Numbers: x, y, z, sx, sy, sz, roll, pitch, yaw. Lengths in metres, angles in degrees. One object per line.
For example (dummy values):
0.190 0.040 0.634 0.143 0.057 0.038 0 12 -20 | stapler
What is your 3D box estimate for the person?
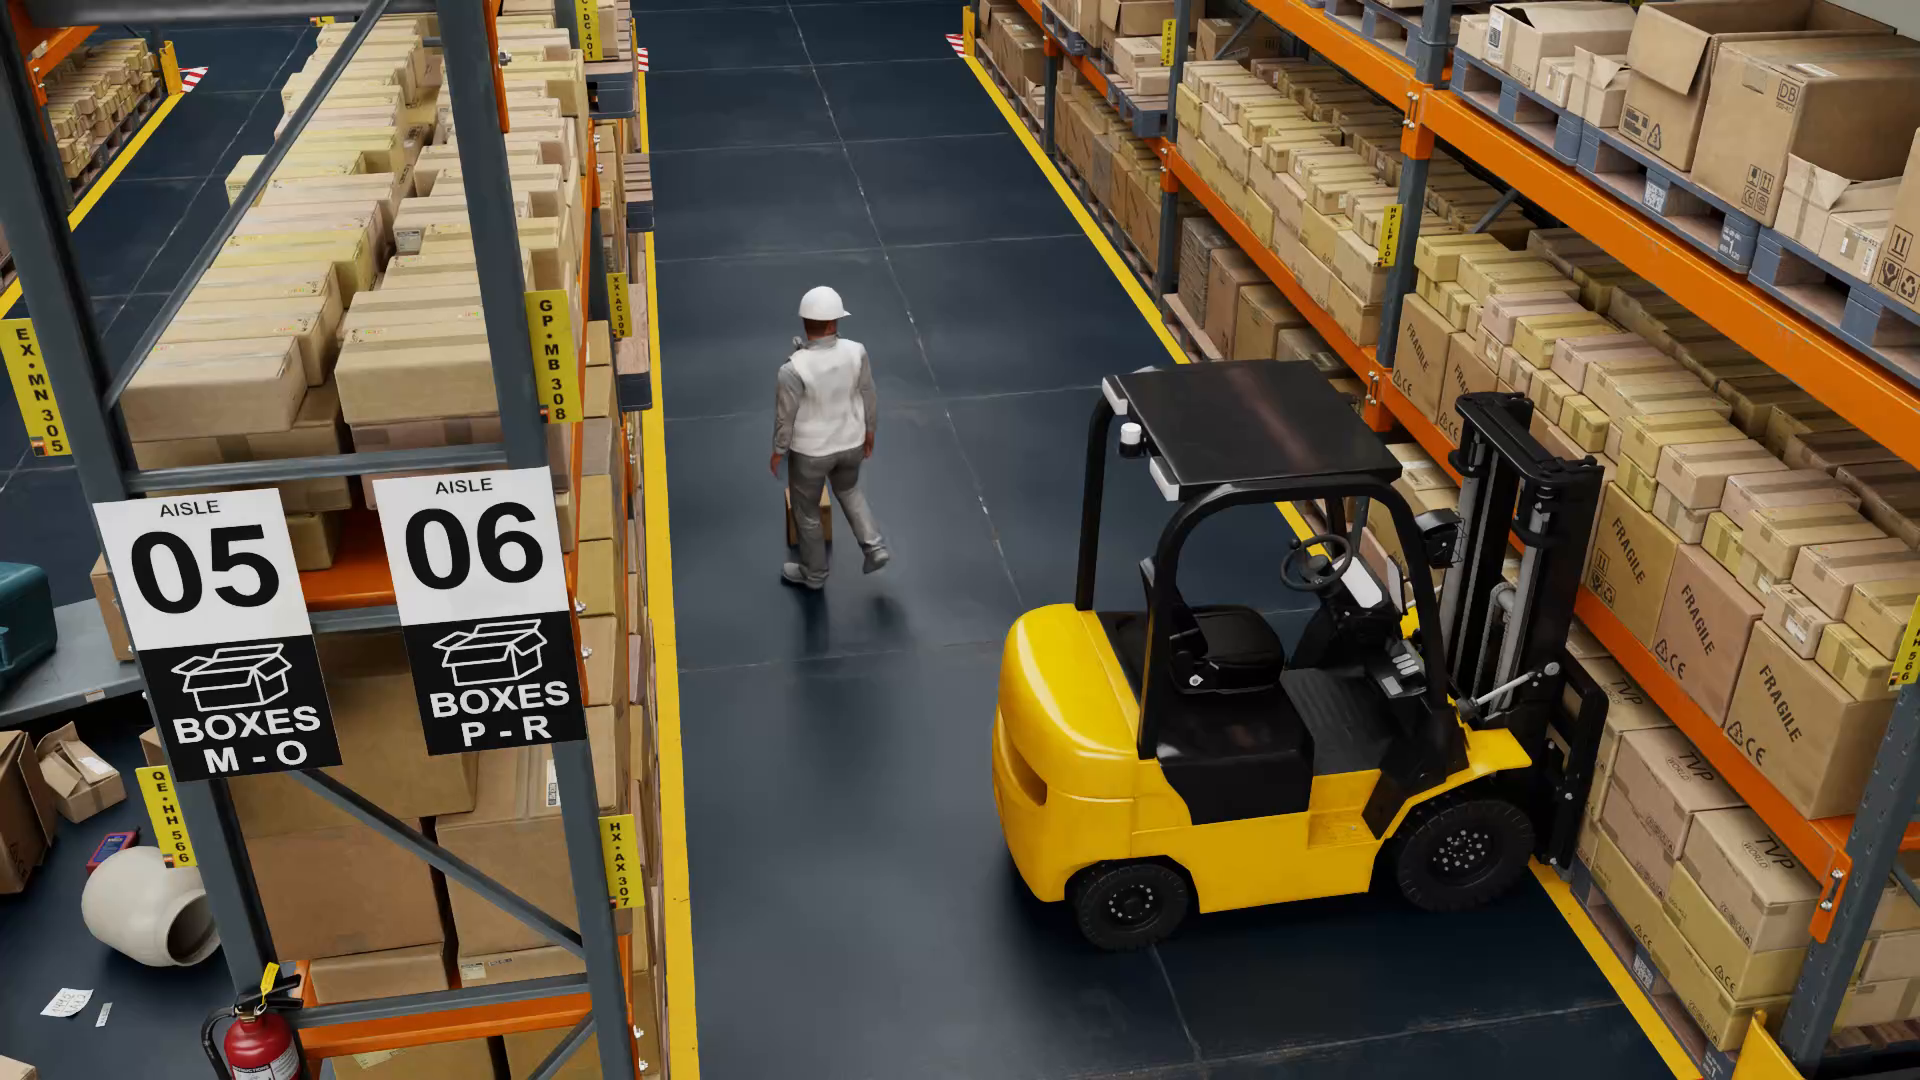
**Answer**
-0.713 -0.514 8.949 0.580 1.764 0.571 -21 36 -31 | person
